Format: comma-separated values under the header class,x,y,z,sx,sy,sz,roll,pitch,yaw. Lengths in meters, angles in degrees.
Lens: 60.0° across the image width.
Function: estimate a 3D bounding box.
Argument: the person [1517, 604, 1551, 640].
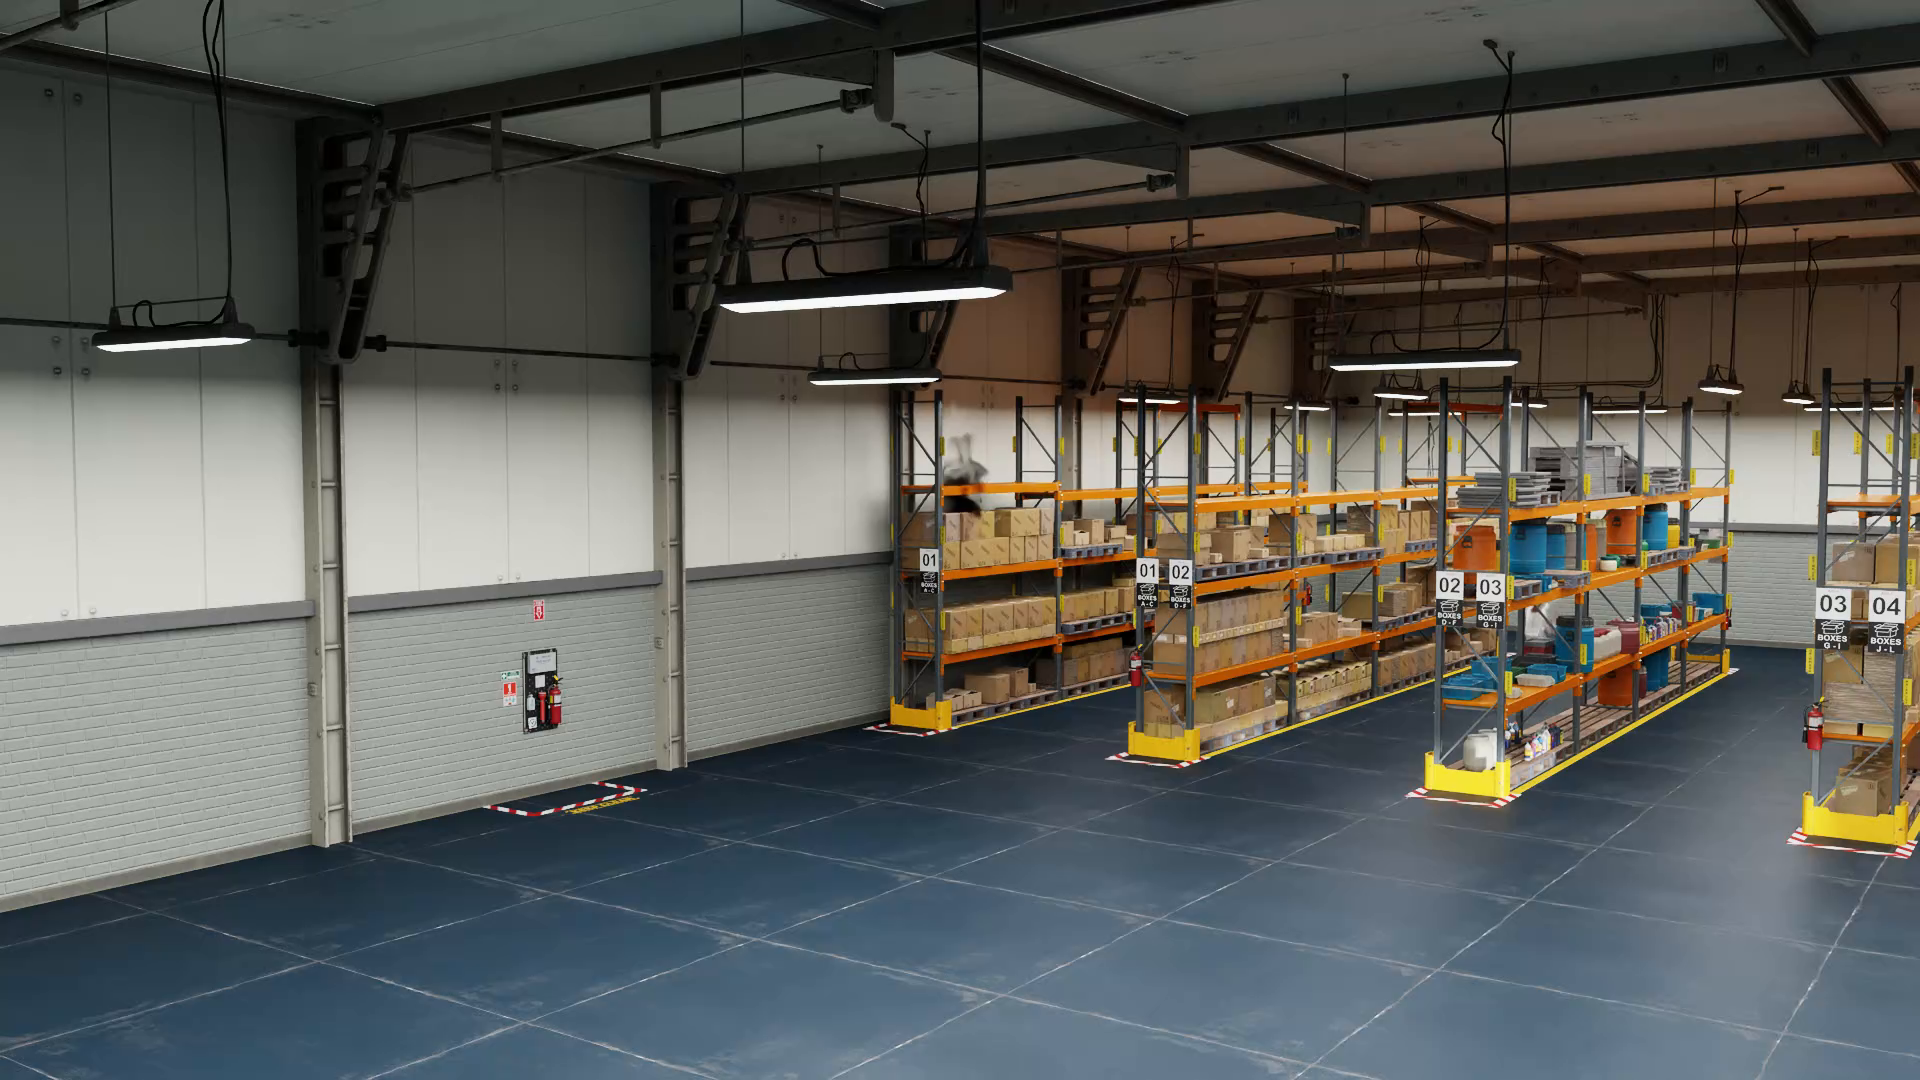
class,x,y,z,sx,sy,sz,roll,pitch,yaw
person,12.492,2.092,36.213,0.721,1.740,0.663,1,3,21
